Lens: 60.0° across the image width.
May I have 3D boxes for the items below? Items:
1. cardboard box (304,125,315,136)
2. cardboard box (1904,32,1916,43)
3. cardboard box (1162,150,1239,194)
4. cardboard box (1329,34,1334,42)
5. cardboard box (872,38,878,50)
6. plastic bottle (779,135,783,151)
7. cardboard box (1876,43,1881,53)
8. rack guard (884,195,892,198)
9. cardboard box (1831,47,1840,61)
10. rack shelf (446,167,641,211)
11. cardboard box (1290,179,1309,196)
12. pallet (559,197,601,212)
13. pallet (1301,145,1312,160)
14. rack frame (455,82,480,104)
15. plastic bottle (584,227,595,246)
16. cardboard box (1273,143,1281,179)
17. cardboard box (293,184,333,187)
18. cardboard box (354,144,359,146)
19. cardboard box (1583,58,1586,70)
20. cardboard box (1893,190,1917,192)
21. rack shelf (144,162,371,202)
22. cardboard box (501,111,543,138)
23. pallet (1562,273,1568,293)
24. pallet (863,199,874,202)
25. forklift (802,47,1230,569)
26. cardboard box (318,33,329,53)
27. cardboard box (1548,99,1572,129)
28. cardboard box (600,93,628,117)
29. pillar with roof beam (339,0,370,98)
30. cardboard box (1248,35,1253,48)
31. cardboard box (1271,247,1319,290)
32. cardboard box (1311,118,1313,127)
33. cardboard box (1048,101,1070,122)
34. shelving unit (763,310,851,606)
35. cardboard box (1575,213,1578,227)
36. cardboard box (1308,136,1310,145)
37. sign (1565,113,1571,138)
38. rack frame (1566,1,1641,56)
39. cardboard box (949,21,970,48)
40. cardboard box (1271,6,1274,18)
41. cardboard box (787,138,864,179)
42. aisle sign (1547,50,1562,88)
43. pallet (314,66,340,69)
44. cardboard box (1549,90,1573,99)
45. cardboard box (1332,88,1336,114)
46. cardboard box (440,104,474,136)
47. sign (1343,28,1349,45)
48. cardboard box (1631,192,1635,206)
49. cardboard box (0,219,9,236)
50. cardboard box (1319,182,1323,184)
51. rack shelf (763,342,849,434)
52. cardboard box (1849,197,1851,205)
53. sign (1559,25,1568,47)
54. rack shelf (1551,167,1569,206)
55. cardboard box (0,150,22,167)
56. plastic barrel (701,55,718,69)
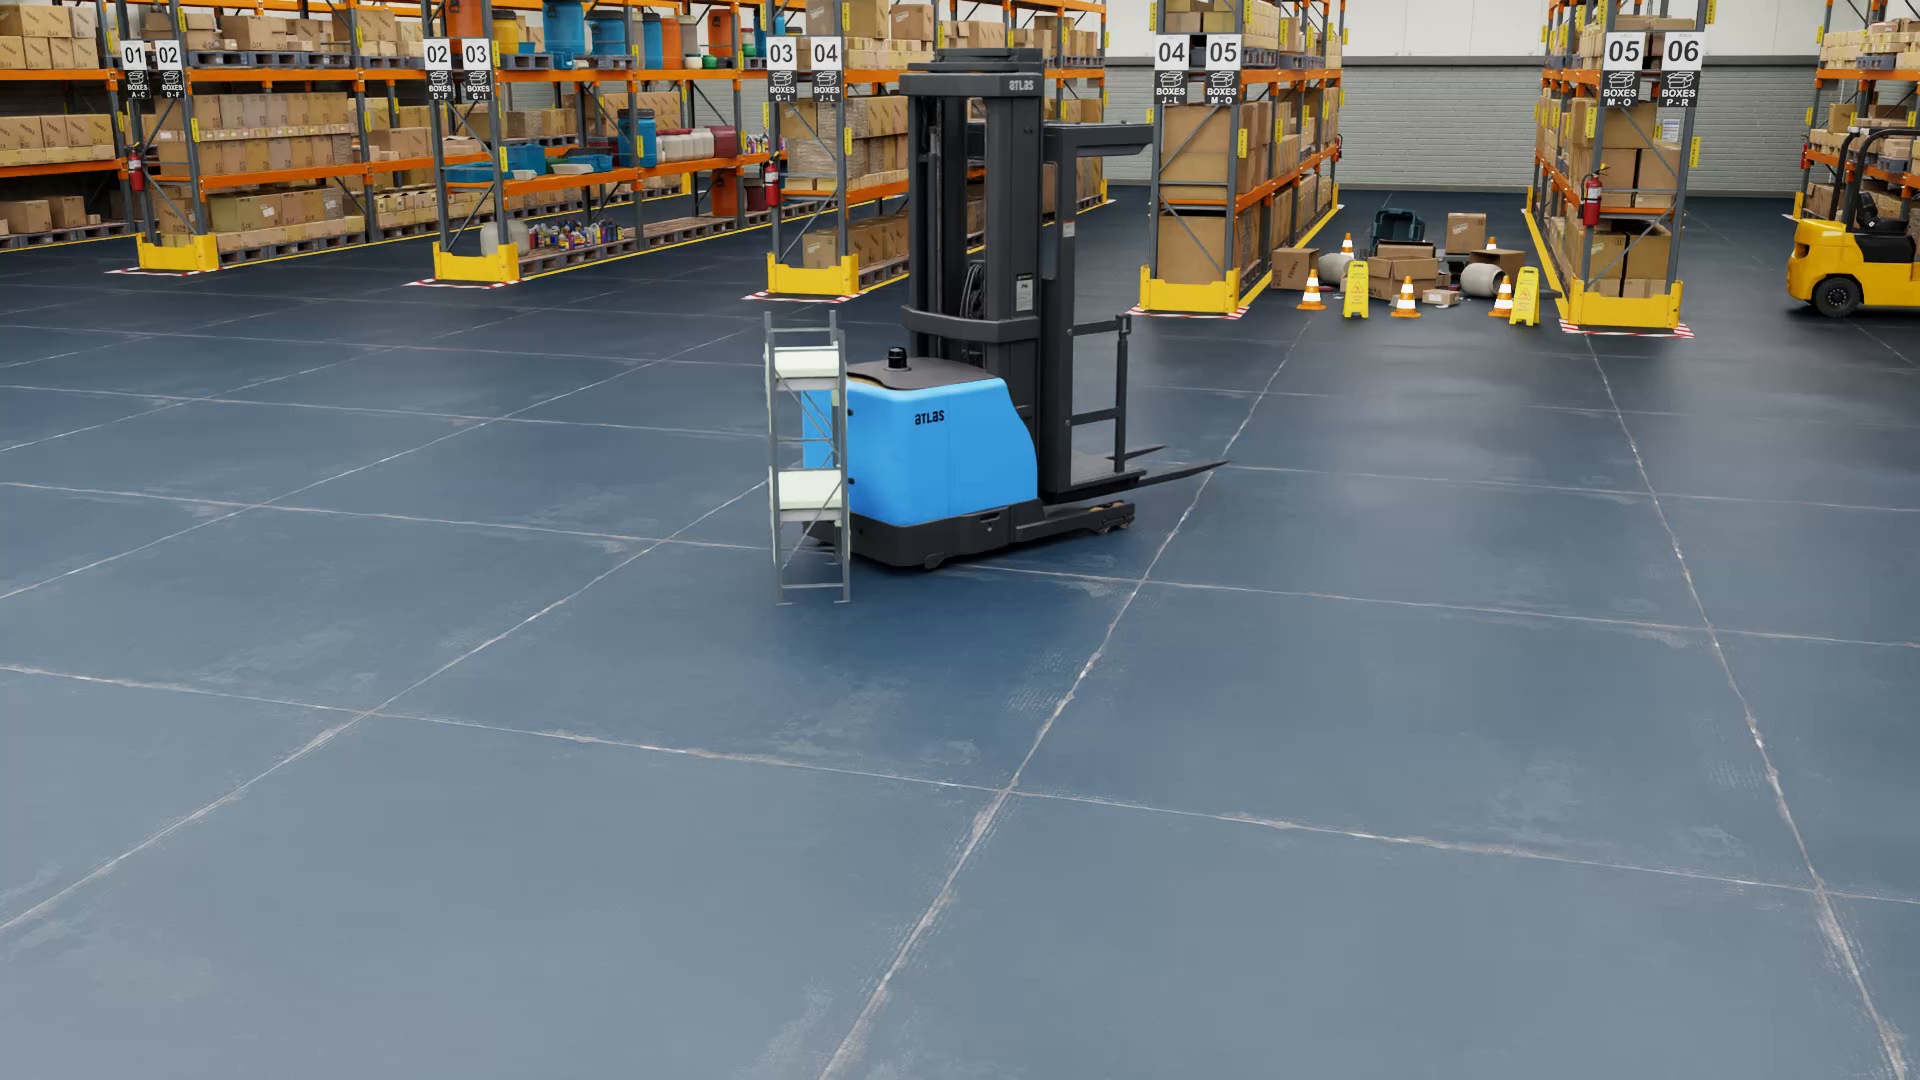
[{"bbox_3d":[-10.462,-6.489,26.338,0.380,0.149,0.250,5,16,16],"label":"cardboard box"},{"bbox_3d":[14.709,-7.699,25.480,0.380,0.149,0.250,4,16,15],"label":"cardboard box"},{"bbox_3d":[2.985,-4.574,20.684,0.875,0.550,0.550,5,16,16],"label":"cardboard box"},{"bbox_3d":[6.932,-9.596,31.795,0.380,0.149,0.250,5,17,19],"label":"cardboard box"},{"bbox_3d":[-1.301,-6.549,21.968,0.380,0.149,0.250,5,16,16],"label":"cardboard box"},{"bbox_3d":[-3.453,-7.619,31.907,0.061,0.283,0.133,5,16,16],"label":"plastic bottle"},{"bbox_3d":[14.978,-7.912,26.736,0.380,0.149,0.250,4,16,15],"label":"cardboard box"},{"bbox_3d":[-2.147,-8.042,37.765,1.175,0.500,0.348,5,16,16],"label":"rack guard"},{"bbox_3d":[16.199,-8.852,30.274,0.500,0.250,0.500,4,16,14],"label":"cardboard box"},{"bbox_3d":[-6.120,-5.228,24.583,1.077,0.370,4.000,5,16,16],"label":"rack shelf"},{"bbox_3d":[5.786,-6.132,28.888,0.500,0.250,0.500,5,17,16],"label":"cardboard box"},{"bbox_3d":[-8.221,-7.018,34.686,1.003,0.211,1.213,5,16,16],"label":"pallet"},{"bbox_3d":[5.584,-6.778,29.079,1.003,0.211,1.213,5,16,16],"label":"pallet"},{"bbox_3d":[-11.640,-10.005,40.107,1.000,3.000,0.127,5,16,16],"label":"rack frame"},{"bbox_3d":[-5.654,-4.631,25.345,0.152,0.276,0.135,5,17,17],"label":"plastic bottle"},{"bbox_3d":[4.332,-5.467,23.924,0.500,0.500,0.500,5,17,16],"label":"cardboard box"},{"bbox_3d":[-10.731,-5.626,27.561,0.500,0.500,0.500,5,16,16],"label":"cardboard box"},{"bbox_3d":[-10.226,-6.662,28.567,0.396,0.266,0.258,4,16,15],"label":"cardboard box"},{"bbox_3d":[8.245,-6.141,21.445,0.380,0.149,0.250,5,16,16],"label":"cardboard box"},{"bbox_3d":[15.834,-5.778,27.824,0.380,0.149,0.250,5,16,16],"label":"cardboard box"},{"bbox_3d":[-10.868,-5.613,25.941,1.077,0.370,4.000,5,16,16],"label":"rack shelf"},{"bbox_3d":[-8.649,-8.177,32.709,0.700,0.500,0.500,8,18,26],"label":"cardboard box"},{"bbox_3d":[8.542,-3.425,22.018,1.003,0.211,1.213,5,16,16],"label":"pallet"},{"bbox_3d":[-2.413,-7.683,37.029,1.003,0.211,1.213,5,16,16],"label":"pallet"},{"bbox_3d":[0.487,-1.550,10.422,3.031,2.935,1.130,-13,20,-38],"label":"forklift"},{"bbox_3d":[-13.432,-10.163,34.177,0.700,0.500,0.500,5,16,16],"label":"cardboard box"},{"bbox_3d":[10.454,-7.339,28.691,0.500,0.500,0.500,5,16,16],"label":"cardboard box"},{"bbox_3d":[-7.476,-9.341,35.750,0.500,0.500,0.500,4,16,14],"label":"cardboard box"},{"bbox_3d":[-9.279,-11.761,35.304,9.100,9.000,0.400,5,16,16],"label":"pillar with roof beam"},{"bbox_3d":[3.336,-6.025,20.086,0.380,0.149,0.250,5,16,16],"label":"cardboard box"},{"bbox_3d":[4.467,-3.615,22.155,0.500,0.500,0.500,8,18,25],"label":"cardboard box"},{"bbox_3d":[6.195,-7.572,30.129,0.380,0.149,0.250,4,16,14],"label":"cardboard box"},{"bbox_3d":[1.852,-8.344,32.604,0.500,0.500,0.500,5,16,16],"label":"cardboard box"},{"bbox_3d":[-0.853,-0.470,9.238,0.431,1.500,0.755,-2,16,-7],"label":"shelving unit"},{"bbox_3d":[7.731,-3.916,20.345,0.380,0.149,0.250,5,17,18],"label":"cardboard box"},{"bbox_3d":[6.057,-7.159,29.762,0.380,0.149,0.250,4,16,13],"label":"cardboard box"},{"bbox_3d":[8.166,-5.544,22.257,0.100,0.325,0.005,5,16,16],"label":"sign"},{"bbox_3d":[9.835,-8.878,25.137,1.000,3.000,0.127,5,16,16],"label":"rack frame"},{"bbox_3d":[-0.307,-7.770,25.771,0.797,0.503,0.637,5,17,18],"label":"cardboard box"},{"bbox_3d":[3.911,-6.941,21.852,0.380,0.149,0.250,5,17,17],"label":"cardboard box"},{"bbox_3d":[-1.757,-5.000,21.732,0.875,0.500,0.500,5,16,16],"label":"cardboard box"},{"bbox_3d":[11.851,-9.376,33.126,0.394,0.787,0.004,5,16,16],"label":"aisle sign"},{"bbox_3d":[-13.466,-9.730,33.985,1.003,0.211,1.213,5,17,18],"label":"pallet"},{"bbox_3d":[10.755,-7.984,29.778,0.380,0.149,0.250,4,16,15],"label":"cardboard box"},{"bbox_3d":[7.160,-8.706,32.965,0.500,0.500,0.500,6,17,19],"label":"cardboard box"},{"bbox_3d":[-11.971,-9.824,38.919,0.980,0.700,0.700,4,16,15],"label":"cardboard box"},{"bbox_3d":[7.861,-10.263,33.895,0.100,0.325,0.005,5,16,16],"label":"sign"},{"bbox_3d":[7.915,-3.918,19.105,0.380,0.149,0.250,5,17,17],"label":"cardboard box"},{"bbox_3d":[-15.742,-5.061,26.795,0.500,0.311,0.500,6,17,20],"label":"cardboard box"},{"bbox_3d":[6.963,-6.993,32.852,0.380,0.149,0.250,5,17,16],"label":"cardboard box"},{"bbox_3d":[-0.853,-0.846,9.132,0.431,0.370,0.720,-2,16,-7],"label":"rack shelf"},{"bbox_3d":[15.379,-5.544,28.191,0.500,0.500,0.500,5,17,18],"label":"cardboard box"},{"bbox_3d":[9.306,-7.766,25.624,0.100,0.325,0.005,5,16,16],"label":"sign"},{"bbox_3d":[9.267,-5.122,24.209,1.077,0.370,4.000,5,16,16],"label":"rack shelf"},{"bbox_3d":[-15.459,-6.130,26.681,0.500,0.250,0.500,4,16,15],"label":"cardboard box"},{"bbox_3d":[-4.436,-8.444,29.389,0.294,0.245,0.294,0,16,0],"label":"plastic barrel"}]
